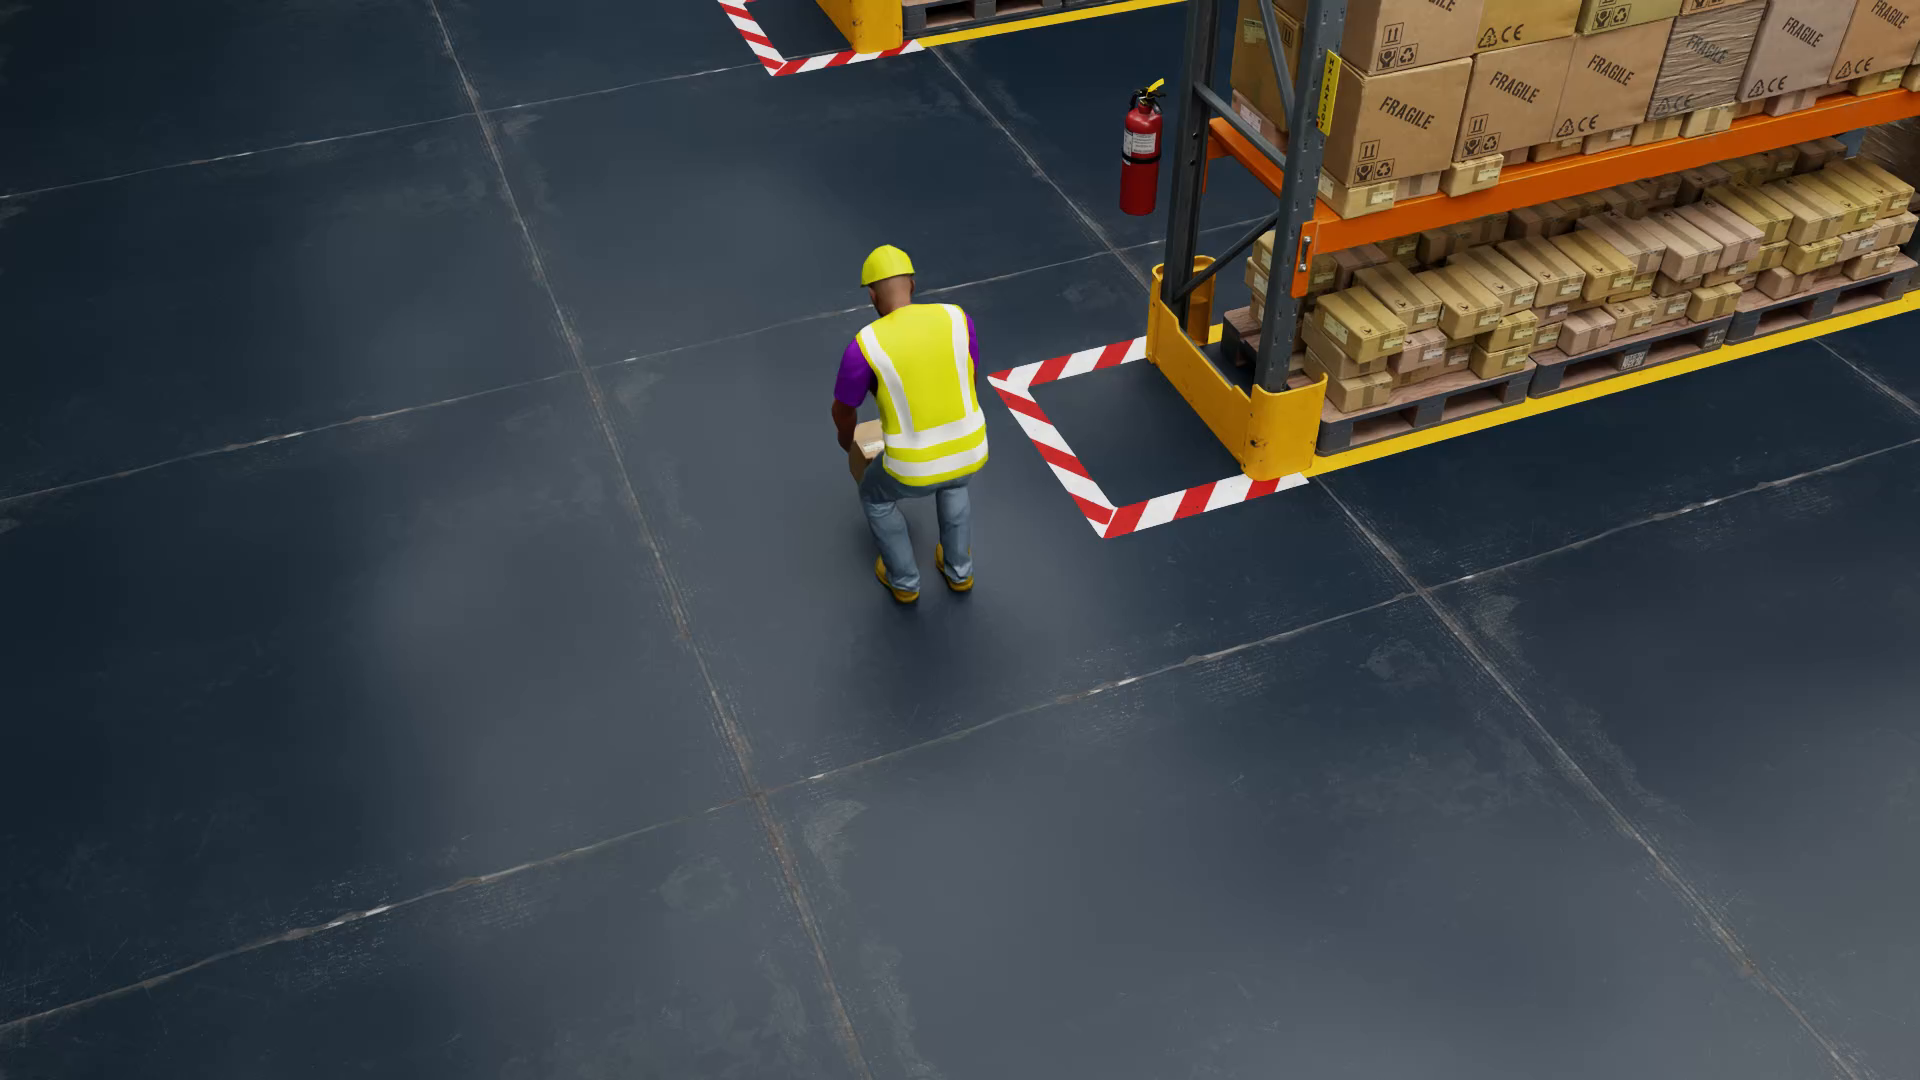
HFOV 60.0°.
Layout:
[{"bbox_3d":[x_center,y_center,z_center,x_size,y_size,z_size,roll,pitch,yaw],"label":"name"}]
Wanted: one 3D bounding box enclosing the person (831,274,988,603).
[{"bbox_3d":[-0.194,-0.403,6.790,0.625,1.511,0.632,-15,44,-16],"label":"person"}]
